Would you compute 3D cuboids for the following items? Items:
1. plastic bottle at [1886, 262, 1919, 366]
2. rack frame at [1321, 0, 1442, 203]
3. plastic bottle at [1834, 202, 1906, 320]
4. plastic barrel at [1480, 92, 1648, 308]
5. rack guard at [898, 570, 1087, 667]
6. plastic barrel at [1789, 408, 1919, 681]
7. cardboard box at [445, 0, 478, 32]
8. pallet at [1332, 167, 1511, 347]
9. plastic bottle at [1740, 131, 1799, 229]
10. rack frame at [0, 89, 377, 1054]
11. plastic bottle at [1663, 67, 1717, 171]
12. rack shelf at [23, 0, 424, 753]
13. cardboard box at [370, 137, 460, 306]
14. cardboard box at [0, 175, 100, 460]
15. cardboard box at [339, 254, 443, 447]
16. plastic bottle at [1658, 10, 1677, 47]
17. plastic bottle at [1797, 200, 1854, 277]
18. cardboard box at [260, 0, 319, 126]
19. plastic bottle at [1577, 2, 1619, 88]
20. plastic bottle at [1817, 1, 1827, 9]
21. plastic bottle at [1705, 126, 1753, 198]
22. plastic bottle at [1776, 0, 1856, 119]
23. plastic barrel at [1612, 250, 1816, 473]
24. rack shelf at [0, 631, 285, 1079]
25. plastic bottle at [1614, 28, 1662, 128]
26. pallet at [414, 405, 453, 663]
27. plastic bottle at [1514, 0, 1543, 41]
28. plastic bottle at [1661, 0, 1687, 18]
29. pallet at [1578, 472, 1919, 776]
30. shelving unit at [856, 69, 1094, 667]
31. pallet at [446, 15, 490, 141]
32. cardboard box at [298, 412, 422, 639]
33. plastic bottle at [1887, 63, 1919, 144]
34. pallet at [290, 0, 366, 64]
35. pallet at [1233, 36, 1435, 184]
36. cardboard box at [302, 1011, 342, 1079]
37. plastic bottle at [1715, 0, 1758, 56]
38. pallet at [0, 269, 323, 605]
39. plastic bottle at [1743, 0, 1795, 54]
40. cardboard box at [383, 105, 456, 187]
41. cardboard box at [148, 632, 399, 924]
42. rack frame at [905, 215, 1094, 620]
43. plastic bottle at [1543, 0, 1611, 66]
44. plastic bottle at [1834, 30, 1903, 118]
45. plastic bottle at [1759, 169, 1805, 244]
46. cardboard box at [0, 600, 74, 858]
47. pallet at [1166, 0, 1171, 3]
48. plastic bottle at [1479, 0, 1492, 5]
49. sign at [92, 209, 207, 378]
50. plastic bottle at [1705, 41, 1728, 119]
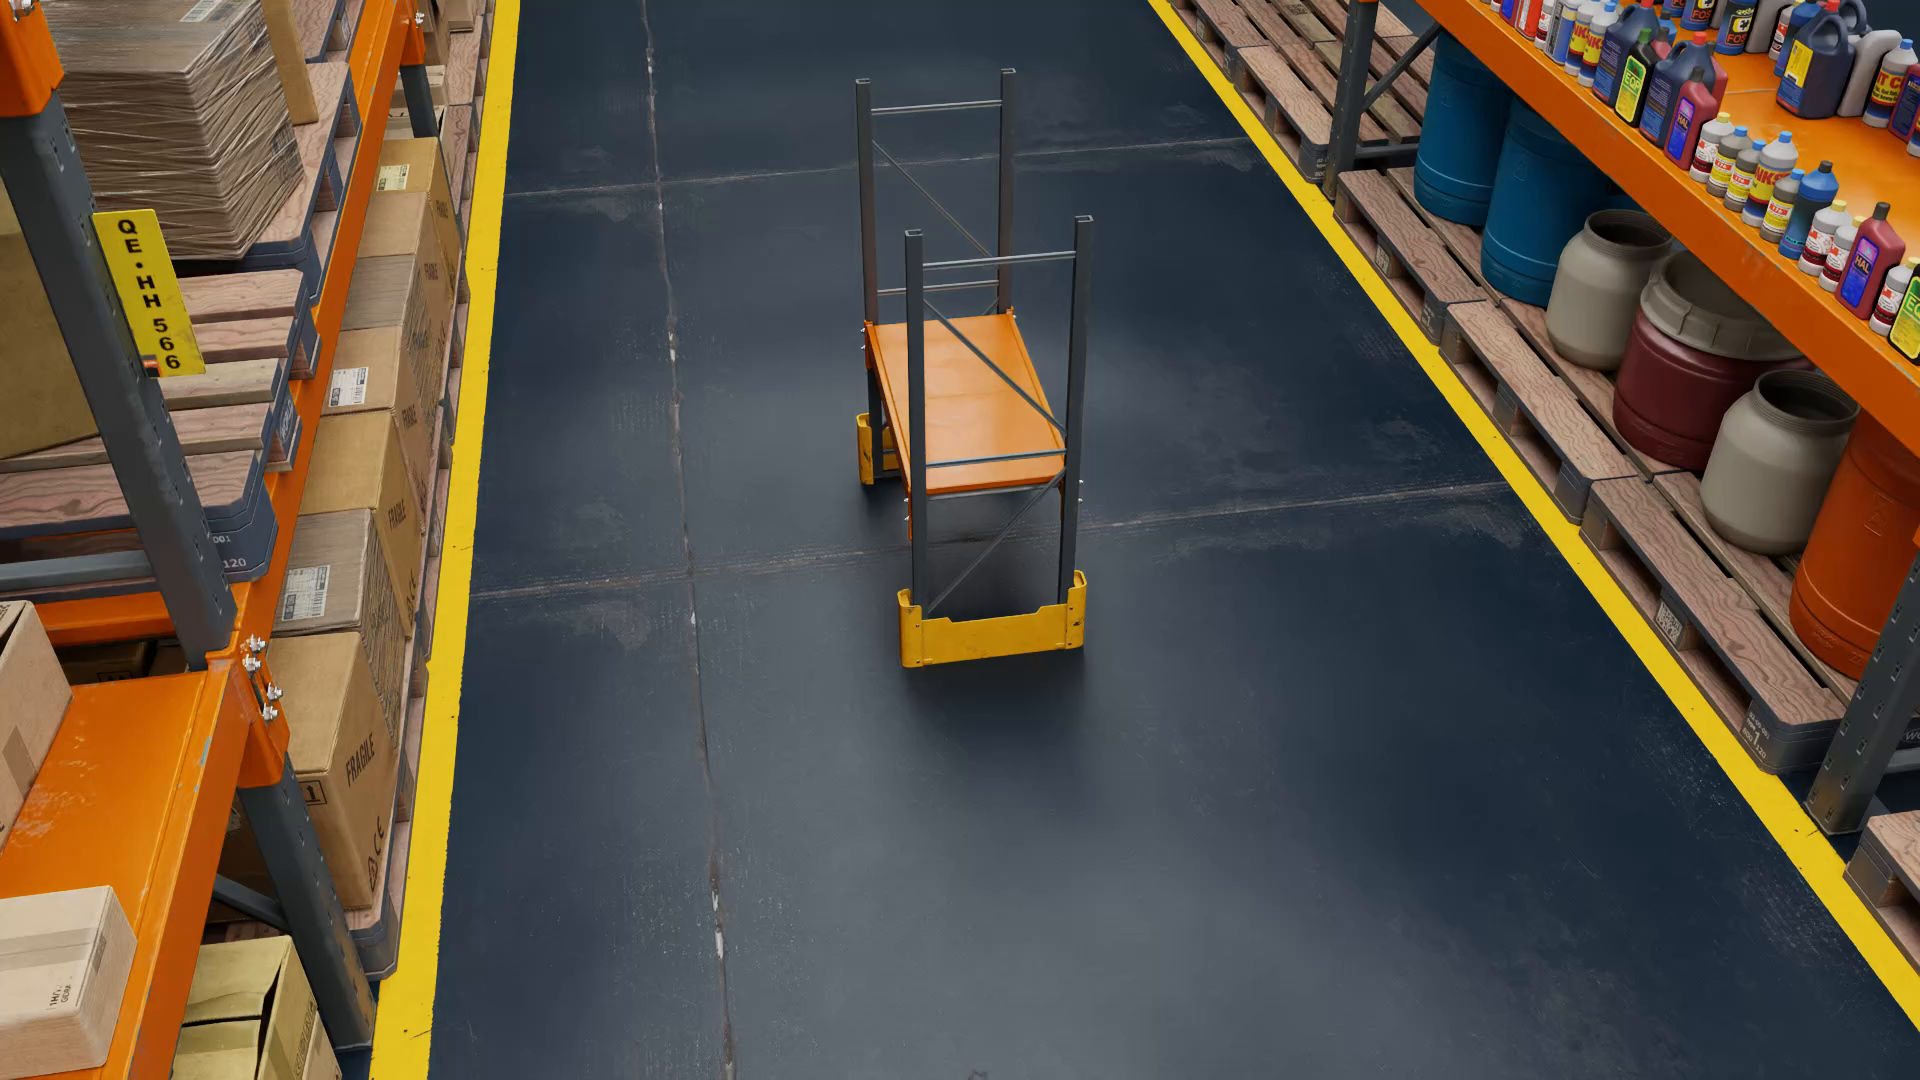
[{"bbox_3d":[2.425,-0.590,4.160,0.061,0.283,0.133,-6,38,-8],"label":"plastic bottle"},{"bbox_3d":[2.215,-2.854,6.979,1.000,3.000,0.127,-6,38,-8],"label":"rack frame"},{"bbox_3d":[2.385,-0.730,4.339,0.061,0.283,0.133,-6,38,-8],"label":"plastic bottle"},{"bbox_3d":[2.417,-1.433,6.518,0.600,0.901,0.708,-6,38,-8],"label":"plastic barrel"},{"bbox_3d":[0.101,0.248,5.227,0.587,0.250,0.087,-6,38,-8],"label":"rack guard"},{"bbox_3d":[2.813,-0.040,4.784,0.600,0.830,0.708,-6,38,-8],"label":"plastic barrel"},{"bbox_3d":[-2.889,-2.948,8.983,0.500,0.250,0.500,-6,38,-8],"label":"cardboard box"},{"bbox_3d":[2.309,-1.282,7.228,1.003,0.211,1.213,-6,38,-8],"label":"pallet"},{"bbox_3d":[2.314,-1.032,4.738,0.097,0.271,0.097,0,38,0],"label":"plastic bottle"},{"bbox_3d":[-1.961,0.093,3.186,1.000,3.000,0.127,-6,38,-8],"label":"rack frame"},{"bbox_3d":[2.225,-1.281,5.049,0.061,0.283,0.133,-6,38,-8],"label":"plastic bottle"},{"bbox_3d":[-2.312,-0.831,4.961,1.077,0.370,4.000,-6,38,-8],"label":"rack shelf"},{"bbox_3d":[-2.294,-1.243,6.584,0.500,0.500,0.500,-6,38,-8],"label":"cardboard box"},{"bbox_3d":[-2.183,-0.481,3.500,0.700,0.500,0.500,-19,42,-23],"label":"cardboard box"},{"bbox_3d":[-2.128,-0.640,5.808,0.500,0.500,0.500,-6,38,-7],"label":"cardboard box"},{"bbox_3d":[2.293,-1.608,5.480,0.097,0.271,0.097,0,38,0],"label":"plastic bottle"},{"bbox_3d":[2.365,-0.828,4.532,0.097,0.201,0.097,0,38,0],"label":"plastic bottle"},{"bbox_3d":[-2.292,-1.468,4.771,0.700,0.500,0.500,-16,41,-19],"label":"cardboard box"},{"bbox_3d":[2.134,-1.651,5.536,0.097,0.271,0.097,0,38,0],"label":"plastic bottle"},{"bbox_3d":[2.904,-1.723,5.618,0.061,0.283,0.133,-6,38,-8],"label":"plastic bottle"},{"bbox_3d":[2.280,-1.122,4.911,0.097,0.201,0.097,0,38,0],"label":"plastic bottle"},{"bbox_3d":[2.765,-1.551,5.342,0.144,0.351,0.185,-6,38,-8],"label":"plastic bottle"},{"bbox_3d":[2.615,-0.627,5.736,0.600,0.588,0.708,-6,38,-8],"label":"plastic barrel"},{"bbox_3d":[-1.611,1.585,1.852,1.077,0.370,4.000,-6,38,-8],"label":"rack shelf"},{"bbox_3d":[2.169,-1.473,5.296,0.061,0.283,0.133,-6,38,-8],"label":"plastic bottle"},{"bbox_3d":[-2.266,0.003,5.574,1.003,0.211,1.213,-6,38,-8],"label":"pallet"},{"bbox_3d":[2.083,-1.925,5.884,0.152,0.276,0.135,-6,38,-8],"label":"plastic bottle"},{"bbox_3d":[2.635,-2.050,6.049,0.097,0.271,0.097,0,38,0],"label":"plastic bottle"},{"bbox_3d":[2.737,0.192,5.331,1.003,0.211,1.213,-6,38,-8],"label":"pallet"},{"bbox_3d":[0.013,-0.546,5.231,0.587,1.500,1.083,-6,38,-8],"label":"shelving unit"},{"bbox_3d":[-2.999,-2.375,8.636,1.003,0.211,1.213,-6,38,-8],"label":"pallet"},{"bbox_3d":[-1.940,-0.019,5.008,0.500,0.500,0.500,-7,38,-9],"label":"cardboard box"},{"bbox_3d":[3.001,-1.391,5.190,0.061,0.283,0.133,-6,38,-8],"label":"plastic bottle"},{"bbox_3d":[-2.630,-1.753,5.718,1.003,0.211,1.213,-6,38,-8],"label":"pallet"},{"bbox_3d":[2.048,-2.193,8.400,1.003,0.211,1.213,-6,38,-8],"label":"pallet"},{"bbox_3d":[-1.629,1.304,3.525,0.500,0.250,0.500,-5,38,-7],"label":"cardboard box"},{"bbox_3d":[2.699,-1.829,5.764,0.097,0.271,0.097,0,38,0],"label":"plastic bottle"},{"bbox_3d":[-2.149,-0.233,3.762,1.213,0.211,1.003,-6,38,-8],"label":"pallet"},{"bbox_3d":[2.819,-1.855,5.794,0.152,0.276,0.135,-6,38,-8],"label":"plastic bottle"},{"bbox_3d":[-2.523,-1.712,7.342,0.500,0.311,0.500,-6,38,-8],"label":"cardboard box"},{"bbox_3d":[-1.760,0.600,4.211,0.500,0.500,0.500,-5,38,-6],"label":"cardboard box"},{"bbox_3d":[0.104,-0.234,4.828,0.500,1.500,0.032,-6,38,-8],"label":"rack frame"},{"bbox_3d":[2.124,-1.785,5.704,0.152,0.276,0.135,-6,38,-8],"label":"plastic bottle"},{"bbox_3d":[2.915,-1.523,5.366,0.152,0.276,0.135,-6,38,-8],"label":"plastic bottle"},{"bbox_3d":[2.331,-0.945,4.684,0.097,0.201,0.097,0,38,0],"label":"plastic bottle"},{"bbox_3d":[-1.941,0.352,2.924,0.500,0.311,0.500,-4,38,-5],"label":"cardboard box"},{"bbox_3d":[1.620,-3.666,10.297,1.003,0.211,1.213,-6,38,-8],"label":"pallet"},{"bbox_3d":[1.995,-2.102,6.173,0.097,0.201,0.097,0,38,0],"label":"plastic bottle"},{"bbox_3d":[-1.415,-0.426,2.910,0.100,0.325,0.005,-6,38,-8],"label":"sign"},{"bbox_3d":[2.334,-1.408,5.212,0.061,0.283,0.133,-6,38,-8],"label":"plastic bottle"}]
